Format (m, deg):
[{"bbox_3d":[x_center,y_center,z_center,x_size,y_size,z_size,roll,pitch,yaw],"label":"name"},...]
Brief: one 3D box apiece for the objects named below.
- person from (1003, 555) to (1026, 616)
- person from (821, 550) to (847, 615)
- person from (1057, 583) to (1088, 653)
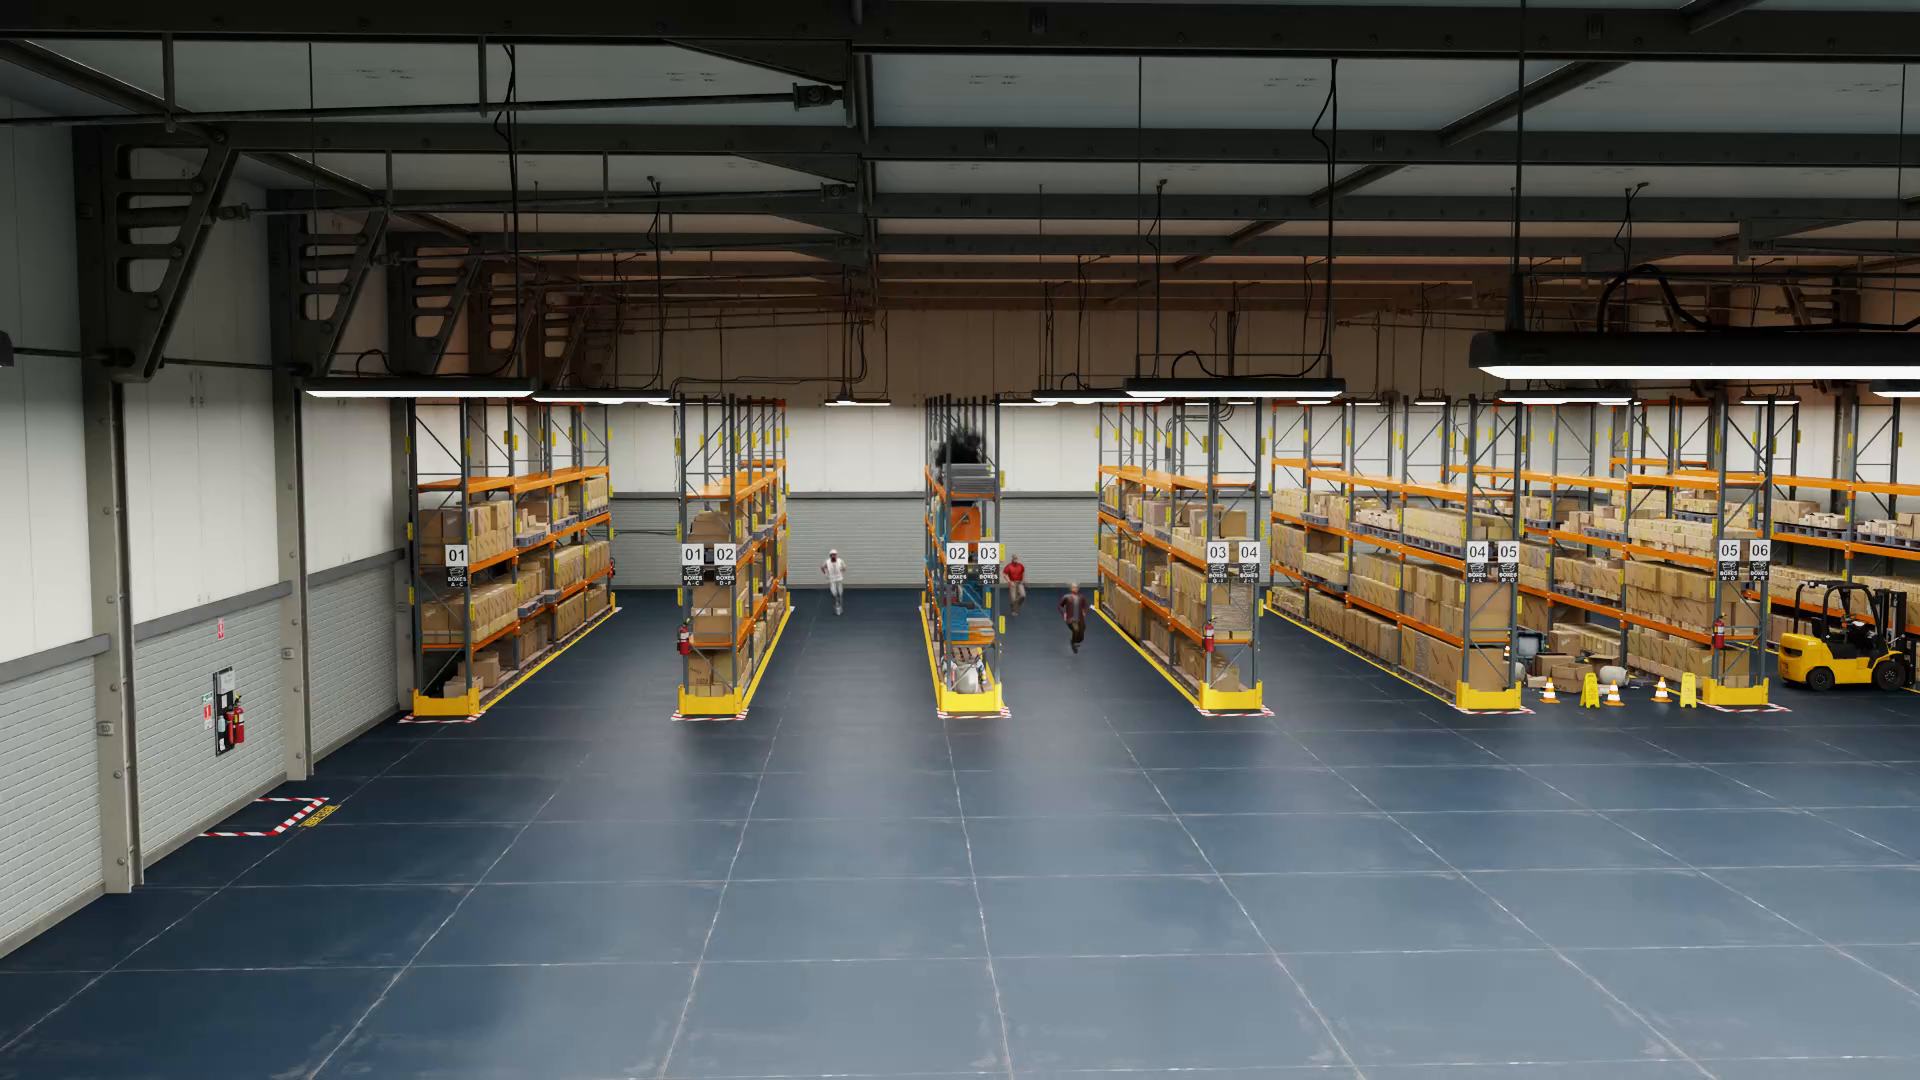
[{"bbox_3d":[1.545,1.259,45.849,0.686,1.684,0.573,-2,5,-19],"label":"person"},{"bbox_3d":[-3.494,1.183,46.407,0.676,1.840,0.757,-1,5,-17],"label":"person"},{"bbox_3d":[2.610,1.810,38.044,0.715,1.661,0.892,-1,5,-12],"label":"person"}]
